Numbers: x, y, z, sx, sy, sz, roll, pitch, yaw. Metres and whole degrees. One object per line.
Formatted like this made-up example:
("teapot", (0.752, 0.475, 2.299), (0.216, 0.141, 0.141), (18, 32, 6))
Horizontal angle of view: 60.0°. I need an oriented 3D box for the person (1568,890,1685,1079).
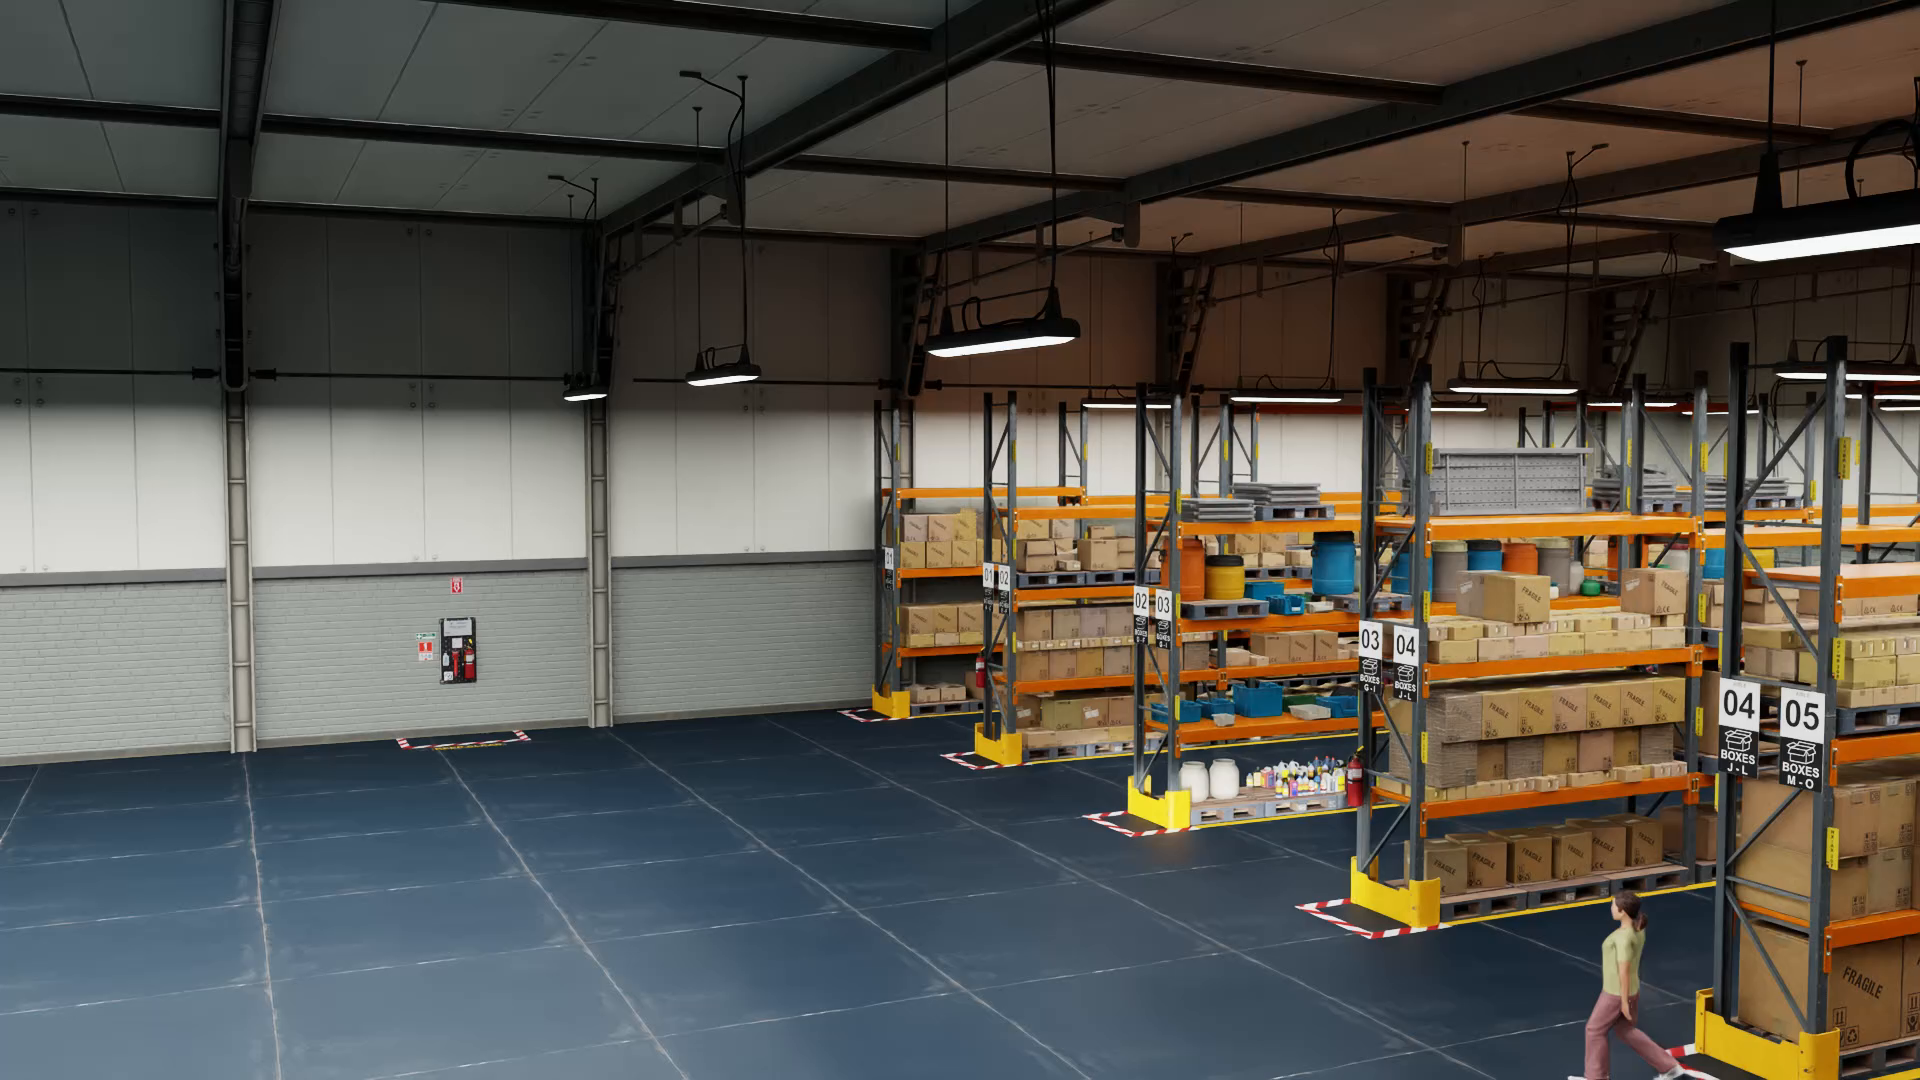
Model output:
("person", (5.251, 3.566, 13.090), (0.854, 1.639, 0.479), (2, 4, 29))
